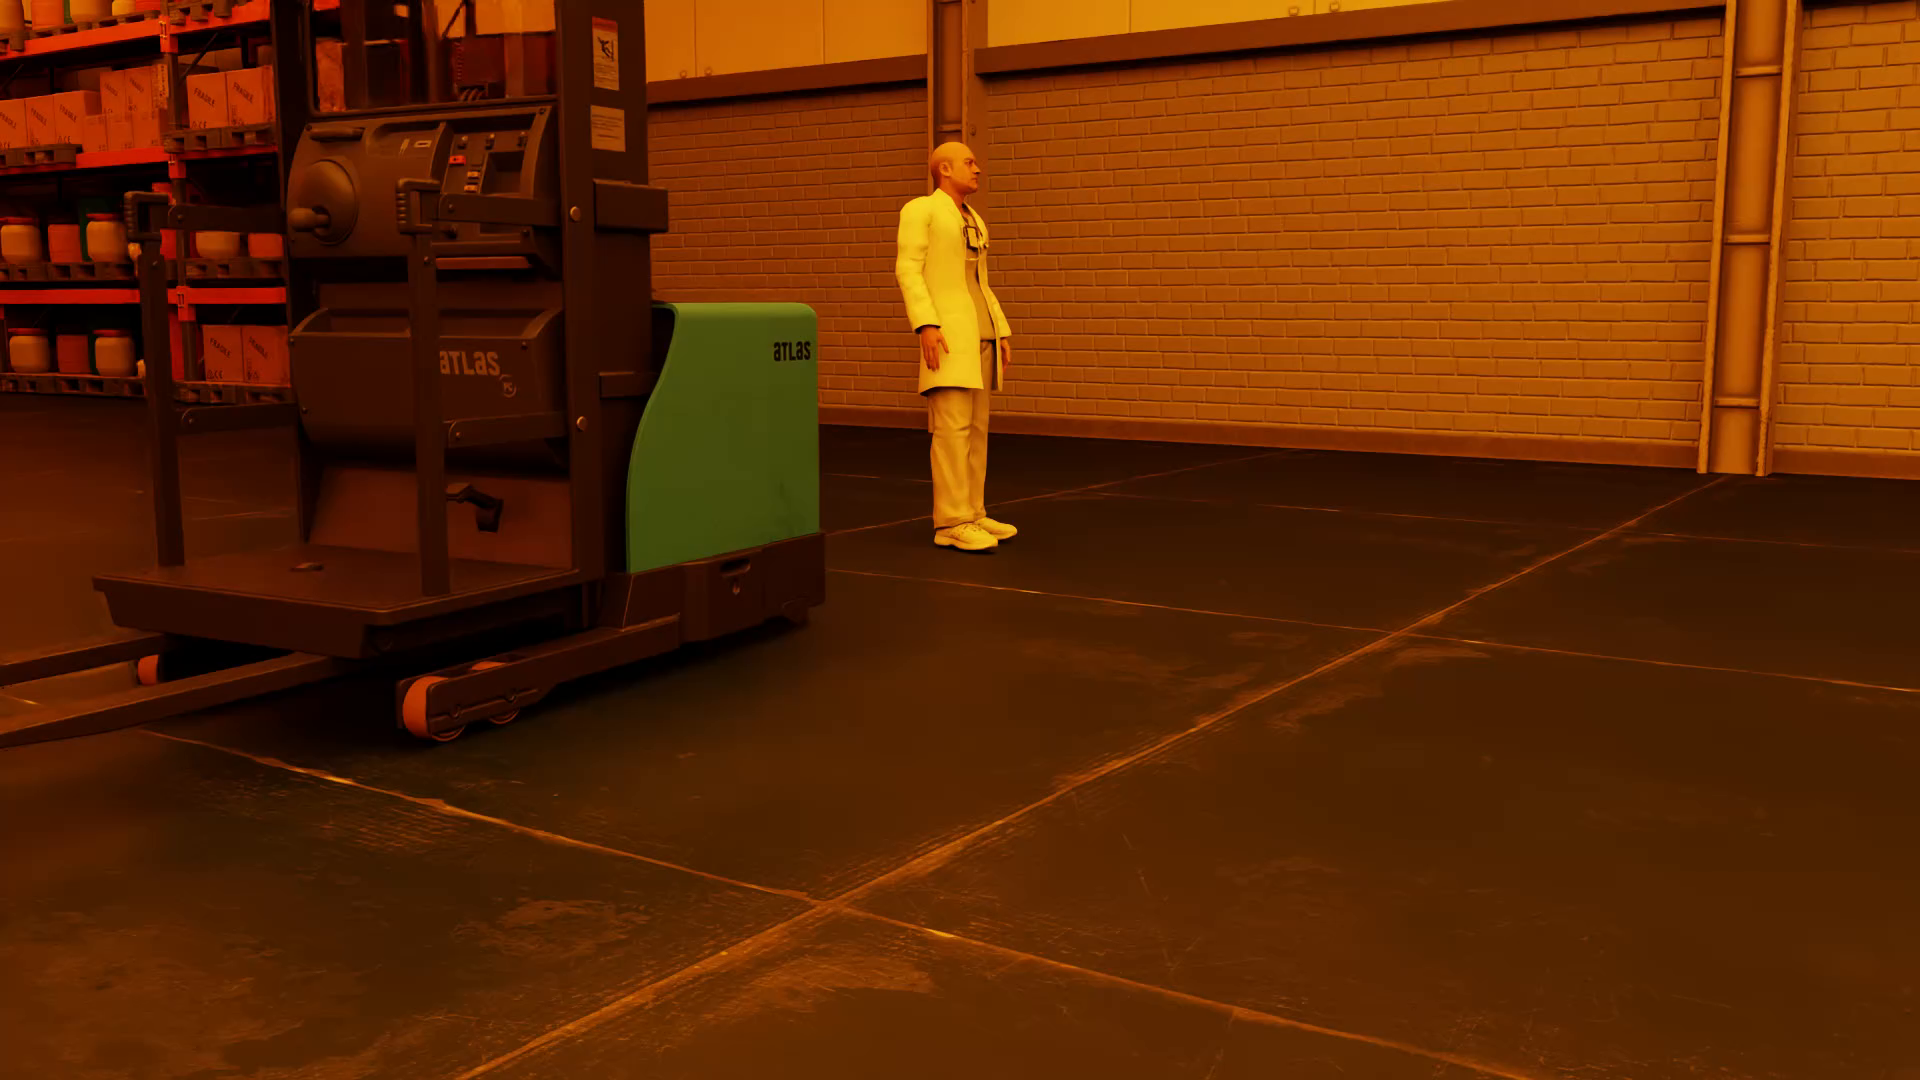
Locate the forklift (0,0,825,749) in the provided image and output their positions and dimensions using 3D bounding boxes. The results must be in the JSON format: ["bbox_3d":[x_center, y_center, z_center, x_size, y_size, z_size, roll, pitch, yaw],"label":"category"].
[{"bbox_3d":[-1.598,-1.024,4.395,1.130,2.935,3.031,4,9,28],"label":"forklift"}]

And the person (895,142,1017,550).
[{"bbox_3d":[0.072,-0.873,7.424,0.581,1.763,0.696,5,10,34],"label":"person"}]
